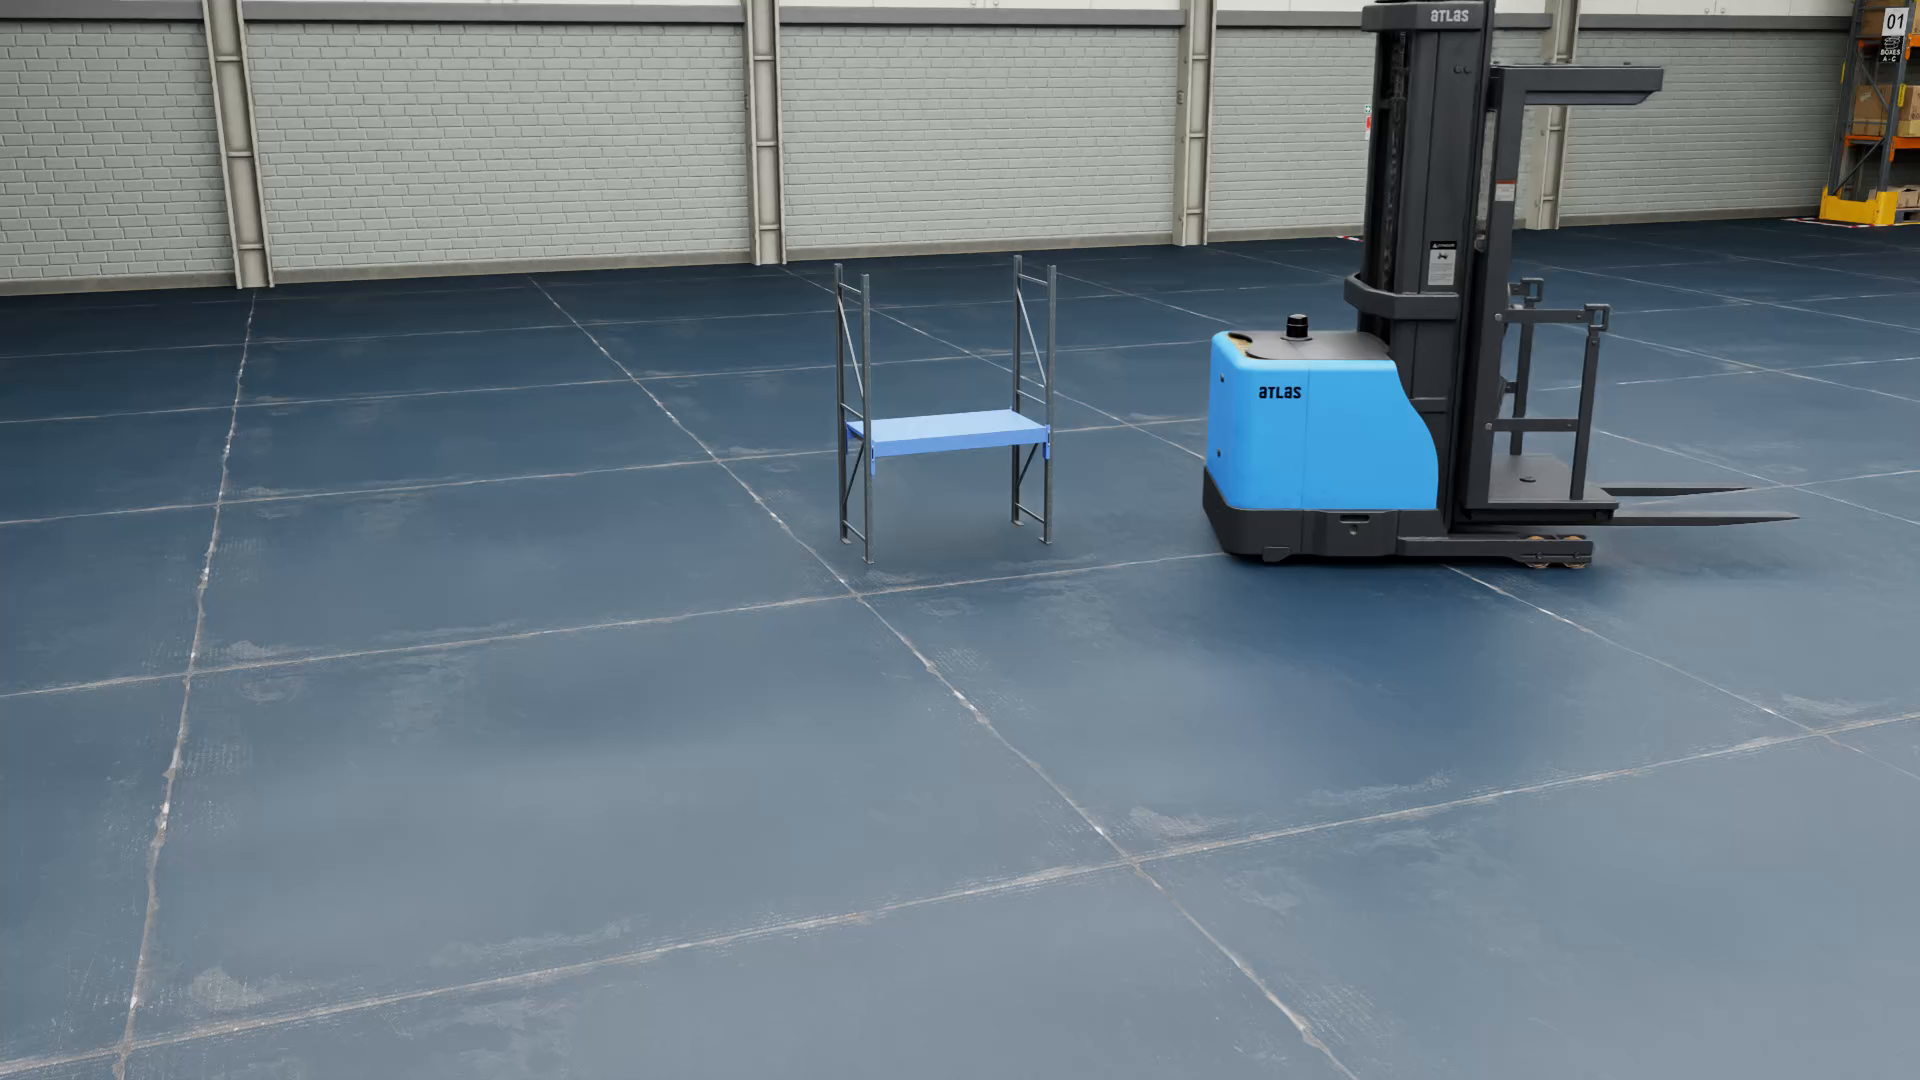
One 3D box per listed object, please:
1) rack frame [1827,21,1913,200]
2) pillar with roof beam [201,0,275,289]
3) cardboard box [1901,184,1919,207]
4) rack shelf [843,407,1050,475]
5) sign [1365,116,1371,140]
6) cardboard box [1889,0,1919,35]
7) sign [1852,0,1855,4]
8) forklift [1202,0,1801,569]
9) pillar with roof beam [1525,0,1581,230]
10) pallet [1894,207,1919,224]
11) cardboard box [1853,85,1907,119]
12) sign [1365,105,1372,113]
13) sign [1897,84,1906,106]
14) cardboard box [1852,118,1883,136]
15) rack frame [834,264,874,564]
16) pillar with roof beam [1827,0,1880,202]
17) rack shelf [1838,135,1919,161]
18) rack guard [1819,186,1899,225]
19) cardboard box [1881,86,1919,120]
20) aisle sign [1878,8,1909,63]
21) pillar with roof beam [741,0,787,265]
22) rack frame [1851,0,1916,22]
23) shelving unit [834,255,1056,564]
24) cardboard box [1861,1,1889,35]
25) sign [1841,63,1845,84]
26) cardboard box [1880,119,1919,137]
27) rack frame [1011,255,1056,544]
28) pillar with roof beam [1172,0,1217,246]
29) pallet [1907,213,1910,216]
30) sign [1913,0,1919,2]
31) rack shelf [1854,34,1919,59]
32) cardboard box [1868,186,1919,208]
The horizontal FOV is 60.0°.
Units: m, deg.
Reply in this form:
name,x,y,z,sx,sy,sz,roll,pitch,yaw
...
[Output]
name,x,y,z,sx,sy,sz,roll,pitch,yaw
rack frame,14.042,-6.455,25.754,0.127,3.000,1.000,-6,17,-20
pillar with roof beam,-6.485,-6.079,13.827,0.400,9.000,9.100,-6,17,-20
cardboard box,15.252,-5.479,26.424,0.500,0.311,0.500,-5,17,-15
rack shelf,-0.080,-0.538,8.908,1.000,0.185,0.538,-6,17,-20
sign,5.909,-5.897,23.793,0.234,0.329,0.001,-6,17,-20
cardboard box,14.443,-7.919,25.206,0.500,0.500,0.500,-6,17,-19
sign,13.862,-8.467,25.711,0.005,0.325,0.100,-6,17,-20
forklift,2.897,-1.408,8.692,3.031,2.935,1.130,0,16,0
pillar with roof beam,10.323,-7.894,20.007,0.400,9.000,9.100,-6,17,-20
pallet,14.884,-5.197,26.421,1.213,0.211,1.003,-6,17,-20
cardboard box,14.406,-6.855,26.019,0.500,0.500,0.500,-6,18,-21
sign,5.916,-6.150,23.712,0.331,0.109,0.001,-6,17,-20
sign,14.236,-6.727,25.146,0.005,0.325,0.100,-6,17,-20
cardboard box,14.409,-6.490,26.107,0.500,0.250,0.500,-6,17,-19
rack frame,-0.554,-0.660,8.683,0.032,1.500,0.500,-6,17,-20
pillar with roof beam,15.926,-8.498,22.067,0.400,9.000,9.100,-6,17,-20
rack shelf,15.909,-6.311,26.542,4.000,0.370,1.077,-6,17,-20
rack guard,14.113,-5.263,26.133,0.348,0.500,1.175,-6,17,-20
cardboard box,14.595,-6.721,25.562,0.500,0.500,0.500,-6,17,-20
aisle sign,14.082,-7.616,25.095,0.004,0.787,0.394,-6,17,-20
pillar with roof beam,-0.882,-6.684,15.887,0.400,9.000,9.100,-6,17,-20
rack frame,14.042,-9.333,24.909,0.127,3.000,1.000,-6,17,-20
shelving unit,-0.080,-0.711,8.858,1.048,1.500,0.538,-6,17,-20
cardboard box,14.341,-8.060,25.685,0.500,0.500,0.500,-5,17,-16
sign,13.862,-7.310,26.051,0.005,0.325,0.100,-6,17,-20
cardboard box,14.611,-6.358,25.656,0.500,0.250,0.500,-7,18,-22
rack frame,0.395,-0.762,9.032,0.032,1.500,0.500,-6,17,-20
pillar with roof beam,4.721,-7.289,17.947,0.400,9.000,9.100,-6,17,-20
pallet,16.021,-5.319,26.836,1.213,0.211,1.003,-6,17,-20
sign,14.236,-8.170,24.722,0.005,0.325,0.100,-6,17,-20
rack shelf,15.909,-7.750,26.120,4.000,0.370,1.077,-6,17,-20
cardboard box,14.720,-5.422,26.228,0.500,0.311,0.500,-8,18,-26
